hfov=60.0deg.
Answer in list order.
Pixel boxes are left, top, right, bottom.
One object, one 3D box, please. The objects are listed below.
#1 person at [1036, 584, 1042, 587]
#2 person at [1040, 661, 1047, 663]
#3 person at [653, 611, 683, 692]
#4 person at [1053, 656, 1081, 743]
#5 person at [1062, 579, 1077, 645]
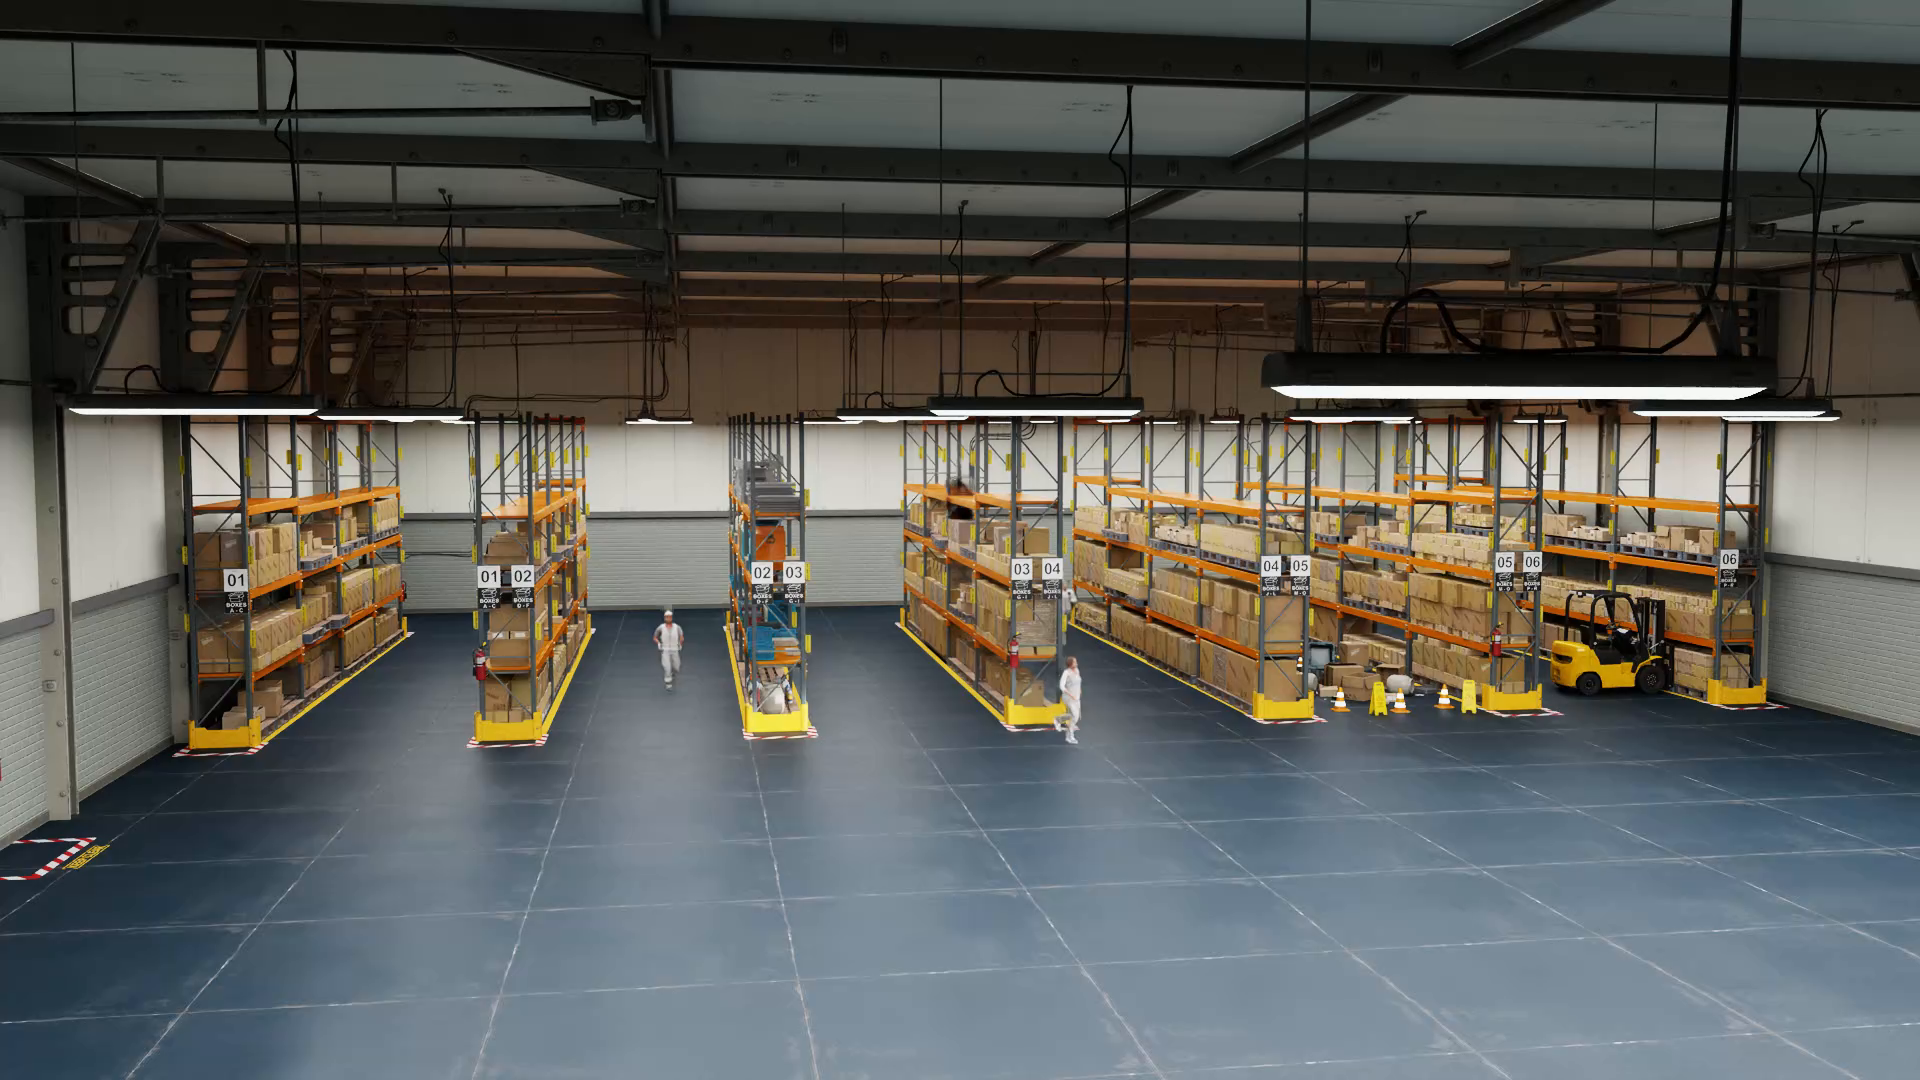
[{"bbox_3d":[2.086,1.659,48.049,0.691,1.593,0.547,1,4,11],"label":"person"},{"bbox_3d":[1.978,2.112,40.408,0.720,1.738,0.787,-1,4,-18],"label":"person"},{"bbox_3d":[-6.300,2.406,36.002,0.653,1.736,0.621,-1,4,-19],"label":"person"},{"bbox_3d":[1.950,2.892,30.306,0.608,1.584,0.549,3,5,39],"label":"person"},{"bbox_3d":[2.805,1.891,44.033,0.586,1.747,0.777,0,4,-5],"label":"person"}]
